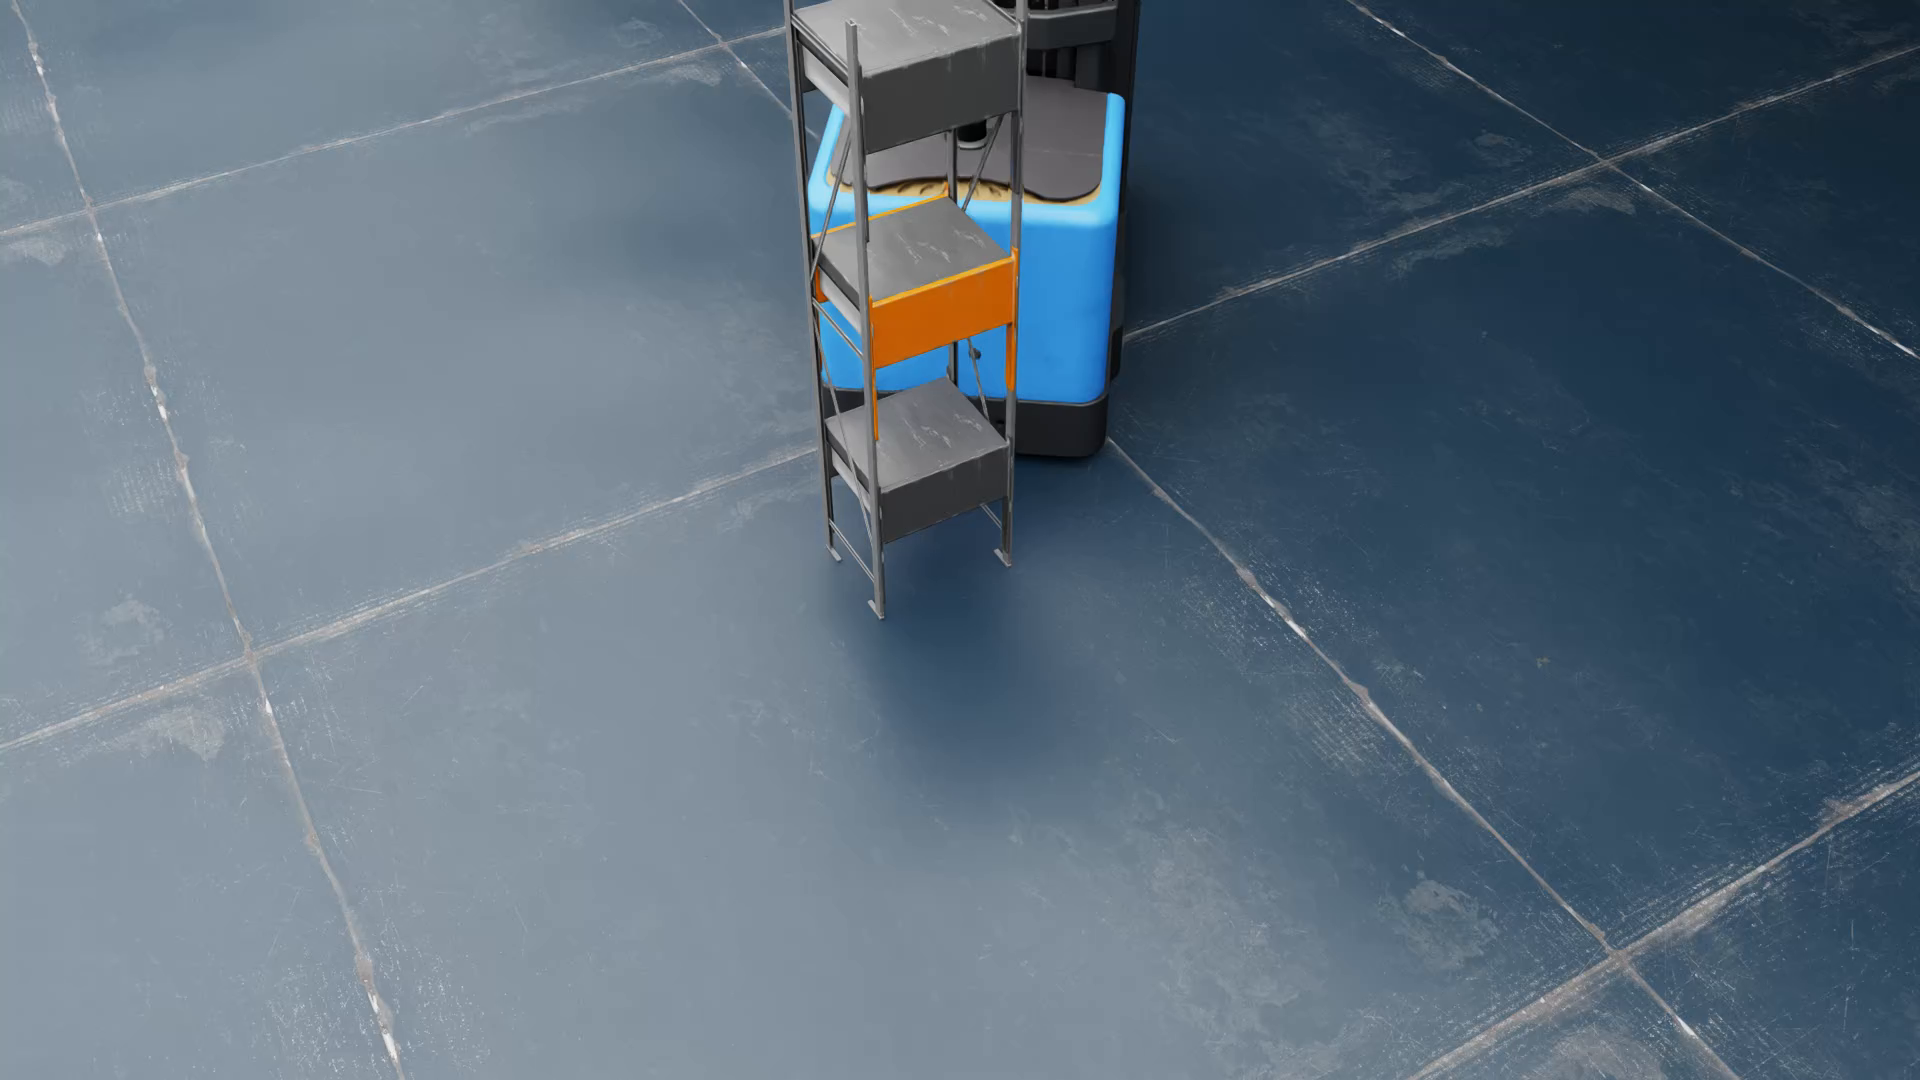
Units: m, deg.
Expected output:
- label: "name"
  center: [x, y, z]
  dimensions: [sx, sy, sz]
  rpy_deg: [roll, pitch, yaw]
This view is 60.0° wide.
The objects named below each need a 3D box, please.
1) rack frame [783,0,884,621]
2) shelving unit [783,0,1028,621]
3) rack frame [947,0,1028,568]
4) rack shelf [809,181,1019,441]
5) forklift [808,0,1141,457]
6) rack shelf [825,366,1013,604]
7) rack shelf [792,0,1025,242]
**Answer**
- label: "rack frame"
  center: [-0.355, -0.611, 4.872]
  dimensions: [0.015, 2.100, 0.400]
  rpy_deg: [-22, 48, -21]
- label: "shelving unit"
  center: [-0.144, -0.696, 4.960]
  dimensions: [0.503, 2.100, 0.431]
  rpy_deg: [-22, 48, -21]
- label: "rack frame"
  center: [0.068, -0.781, 5.047]
  dimensions: [0.015, 2.100, 0.400]
  rpy_deg: [-22, 48, -21]
- label: "rack shelf"
  center: [-0.144, -0.686, 4.969]
  dimensions: [0.480, 0.518, 0.431]
  rpy_deg: [-22, 48, -21]
- label: "forklift"
  center: [0.146, -2.375, 6.093]
  dimensions: [1.130, 2.935, 3.031]
  rpy_deg: [4, 44, 4]
- label: "rack shelf"
  center: [-0.144, -0.184, 5.457]
  dimensions: [0.480, 0.518, 0.431]
  rpy_deg: [-22, 48, -21]
- label: "rack shelf"
  center: [-0.144, -1.189, 4.482]
  dimensions: [0.480, 0.518, 0.431]
  rpy_deg: [-22, 48, -21]
